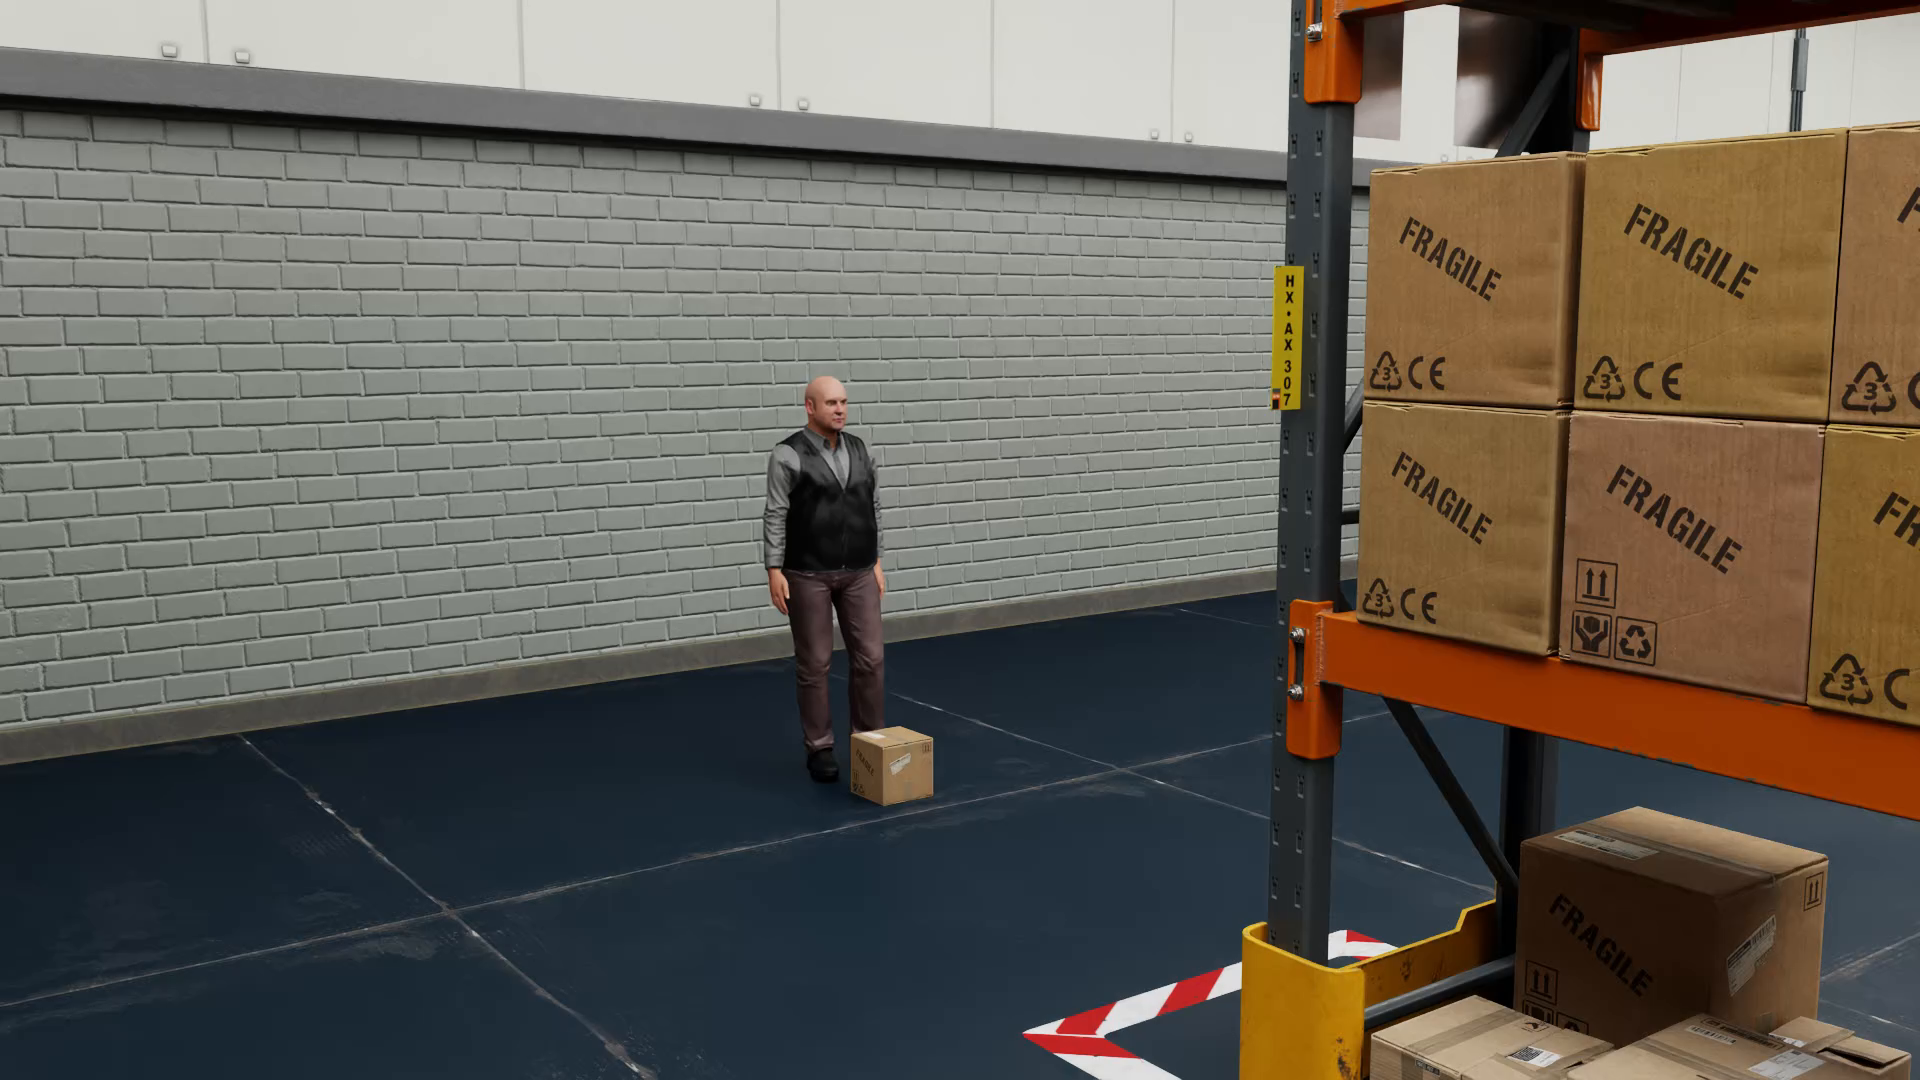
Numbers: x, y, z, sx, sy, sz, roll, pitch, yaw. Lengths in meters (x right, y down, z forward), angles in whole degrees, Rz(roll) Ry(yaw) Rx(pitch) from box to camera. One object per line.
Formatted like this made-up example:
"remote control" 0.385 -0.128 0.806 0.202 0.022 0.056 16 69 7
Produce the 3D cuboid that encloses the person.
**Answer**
"person" -0.558 0.187 7.183 0.589 1.780 0.440 -4 9 -29
